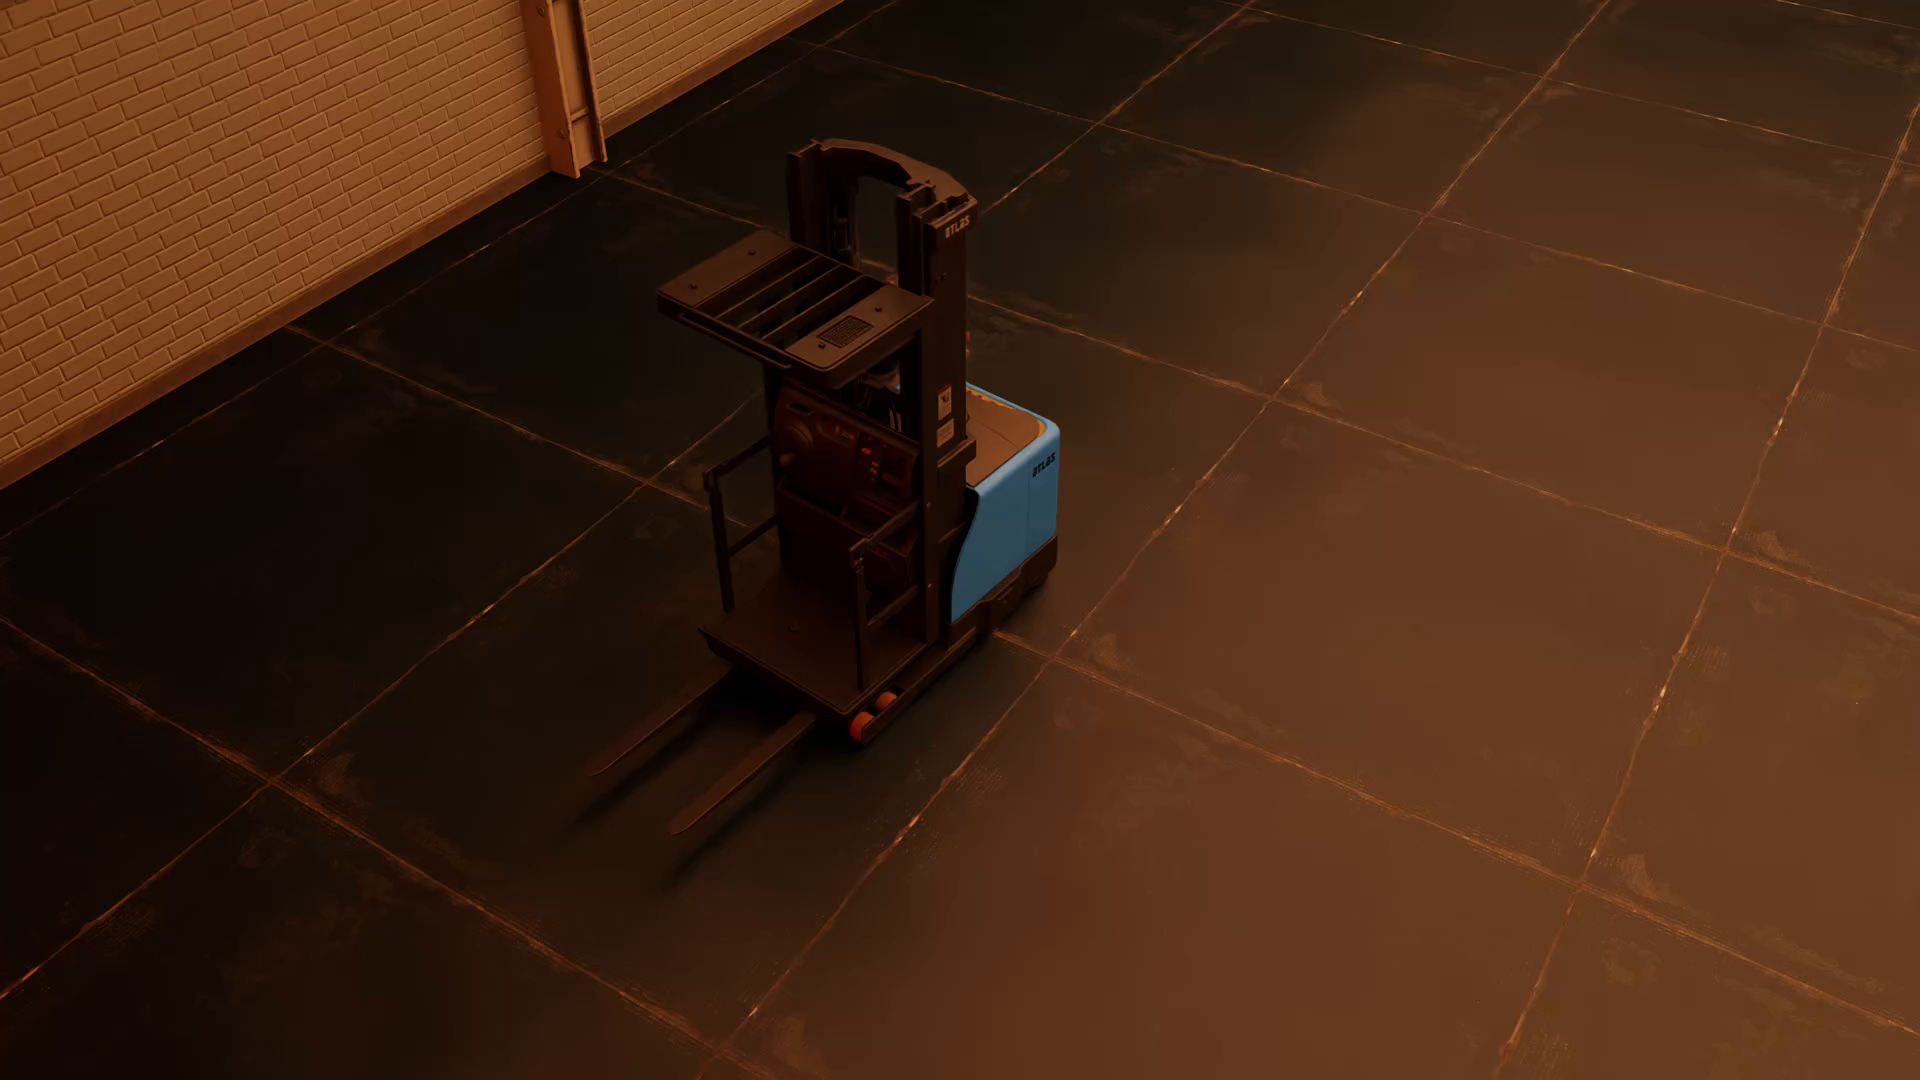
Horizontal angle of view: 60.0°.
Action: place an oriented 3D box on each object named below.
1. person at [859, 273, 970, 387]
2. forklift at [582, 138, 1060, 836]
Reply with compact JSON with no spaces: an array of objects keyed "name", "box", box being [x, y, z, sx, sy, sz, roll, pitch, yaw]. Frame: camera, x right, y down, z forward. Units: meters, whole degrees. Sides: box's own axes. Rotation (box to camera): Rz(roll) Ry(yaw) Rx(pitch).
[{"name":"person","box":[-0.321,-1.104,10.423,0.842,1.444,0.718,30,49,31]},{"name":"forklift","box":[-0.729,-0.395,8.433,1.130,2.935,3.031,27,47,28]}]
